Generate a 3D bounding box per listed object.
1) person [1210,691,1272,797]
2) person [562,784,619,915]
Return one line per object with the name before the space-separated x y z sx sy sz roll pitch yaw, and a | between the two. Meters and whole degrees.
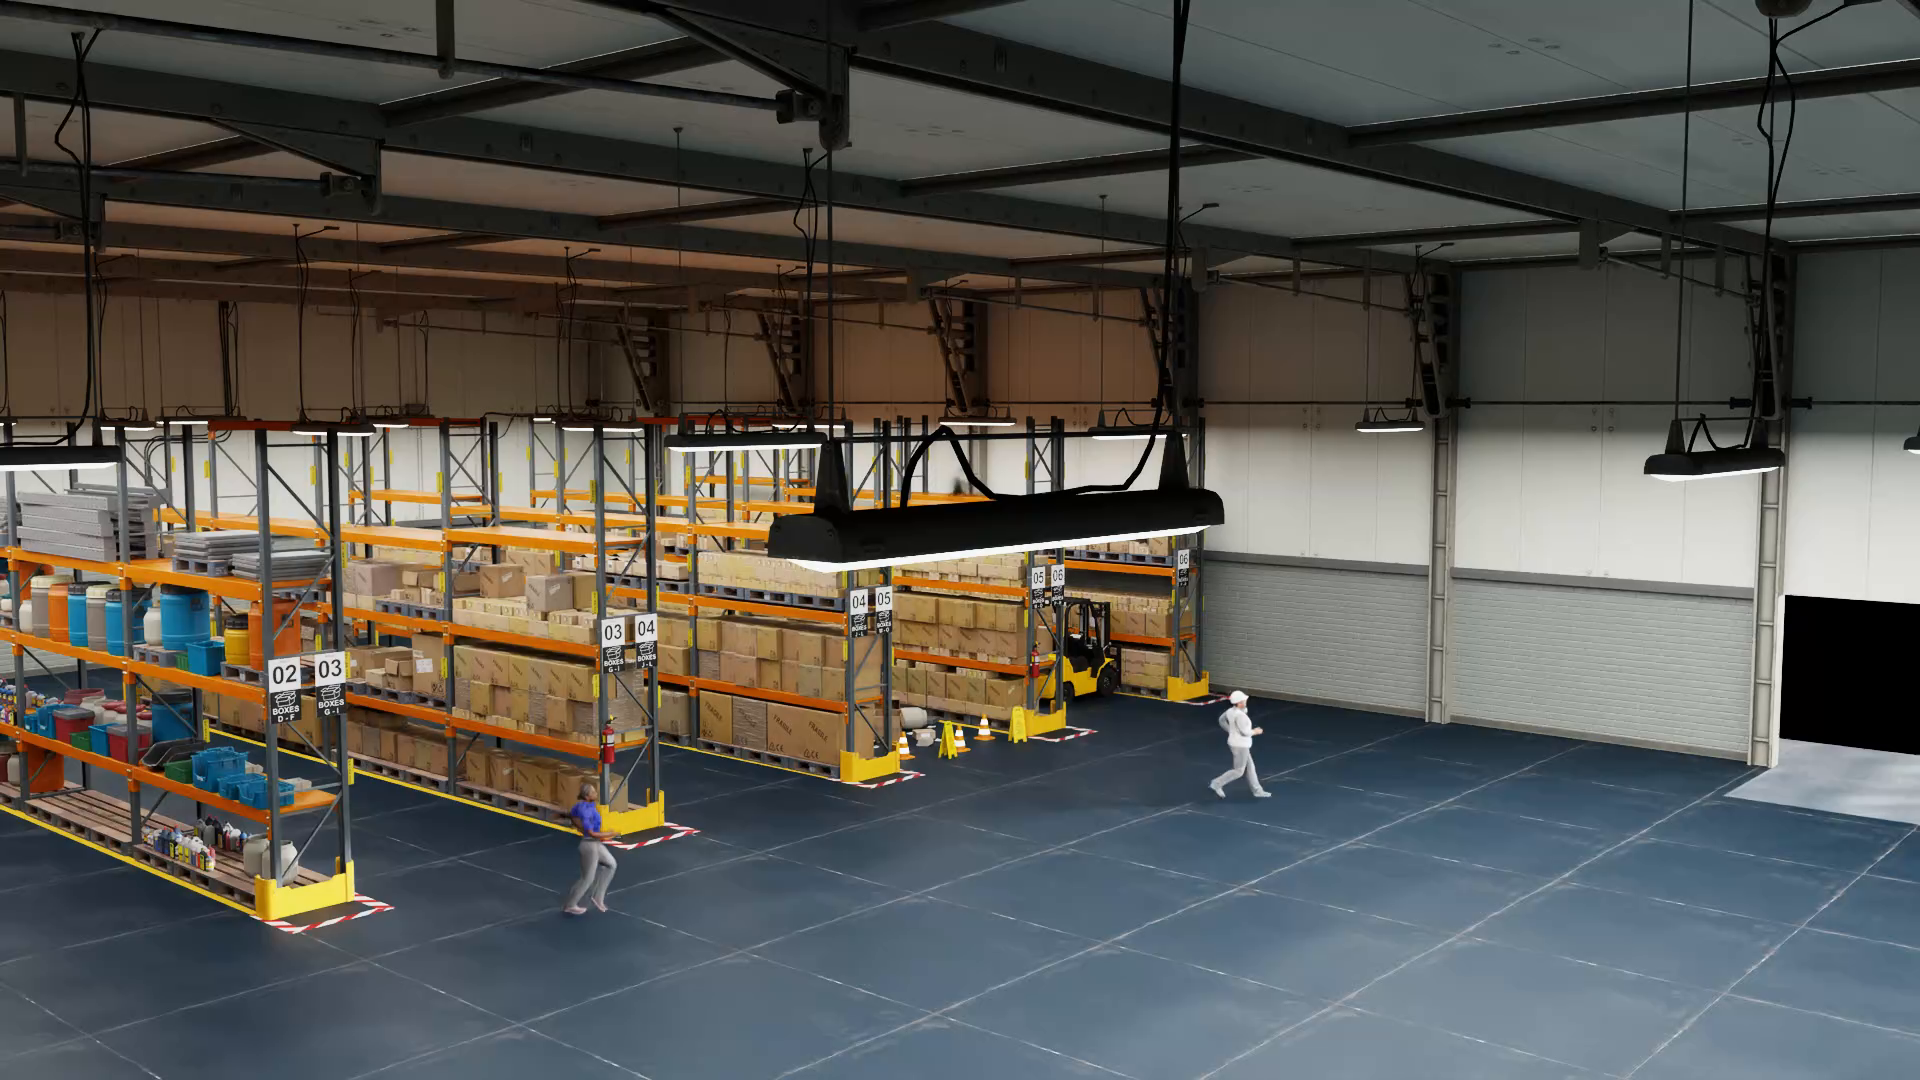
person | 4.452 3.242 26.313 1.054 1.732 0.672 -1 5 -6
person | -4.562 3.823 20.535 0.703 1.663 0.542 -1 5 -12
